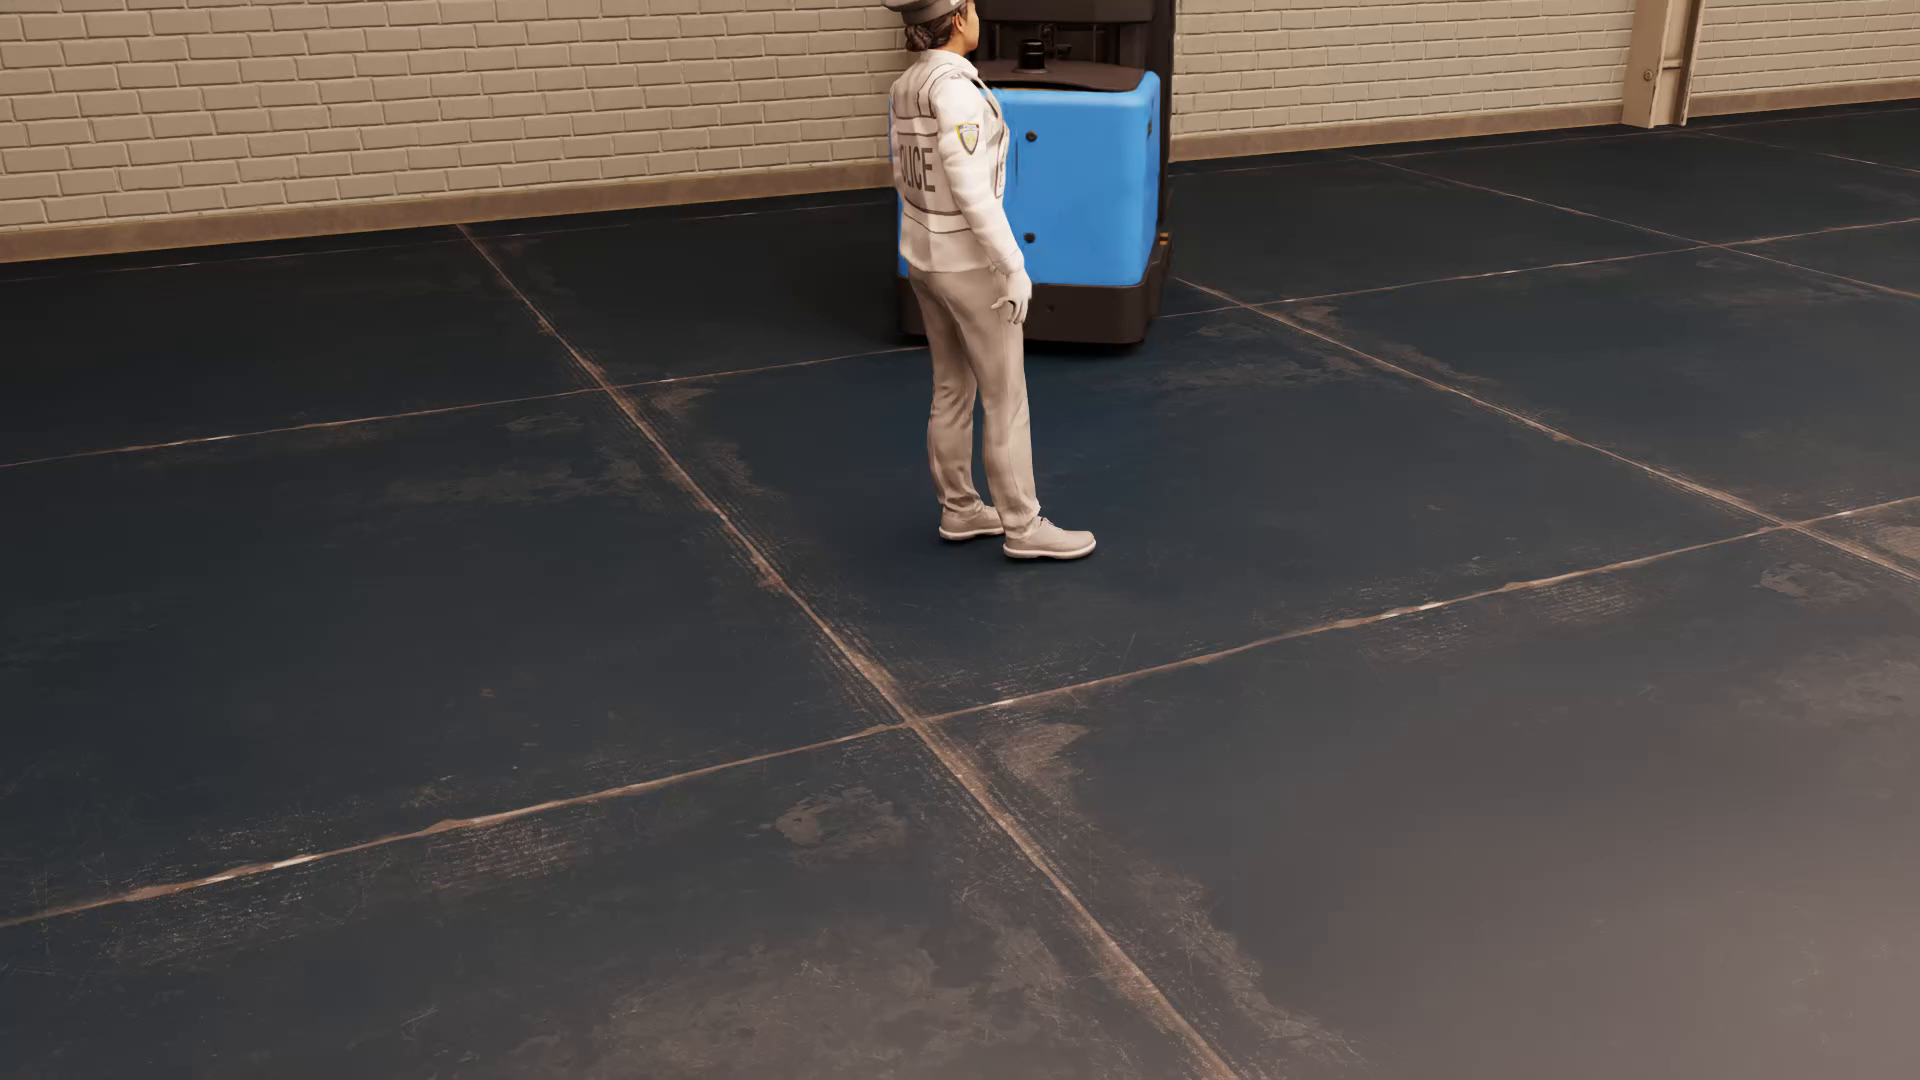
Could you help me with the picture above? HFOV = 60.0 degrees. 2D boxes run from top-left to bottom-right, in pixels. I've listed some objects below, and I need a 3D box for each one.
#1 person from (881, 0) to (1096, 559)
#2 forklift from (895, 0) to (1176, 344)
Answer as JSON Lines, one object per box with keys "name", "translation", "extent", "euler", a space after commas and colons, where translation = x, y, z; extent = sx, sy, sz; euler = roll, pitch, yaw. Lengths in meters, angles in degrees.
{"name": "person", "translation": [0.065, -0.798, 4.800], "extent": [0.530, 1.694, 0.586], "euler": [-10, 25, -23]}
{"name": "forklift", "translation": [0.485, -2.695, 7.774], "extent": [1.130, 2.935, 3.031], "euler": [4, 23, 9]}
